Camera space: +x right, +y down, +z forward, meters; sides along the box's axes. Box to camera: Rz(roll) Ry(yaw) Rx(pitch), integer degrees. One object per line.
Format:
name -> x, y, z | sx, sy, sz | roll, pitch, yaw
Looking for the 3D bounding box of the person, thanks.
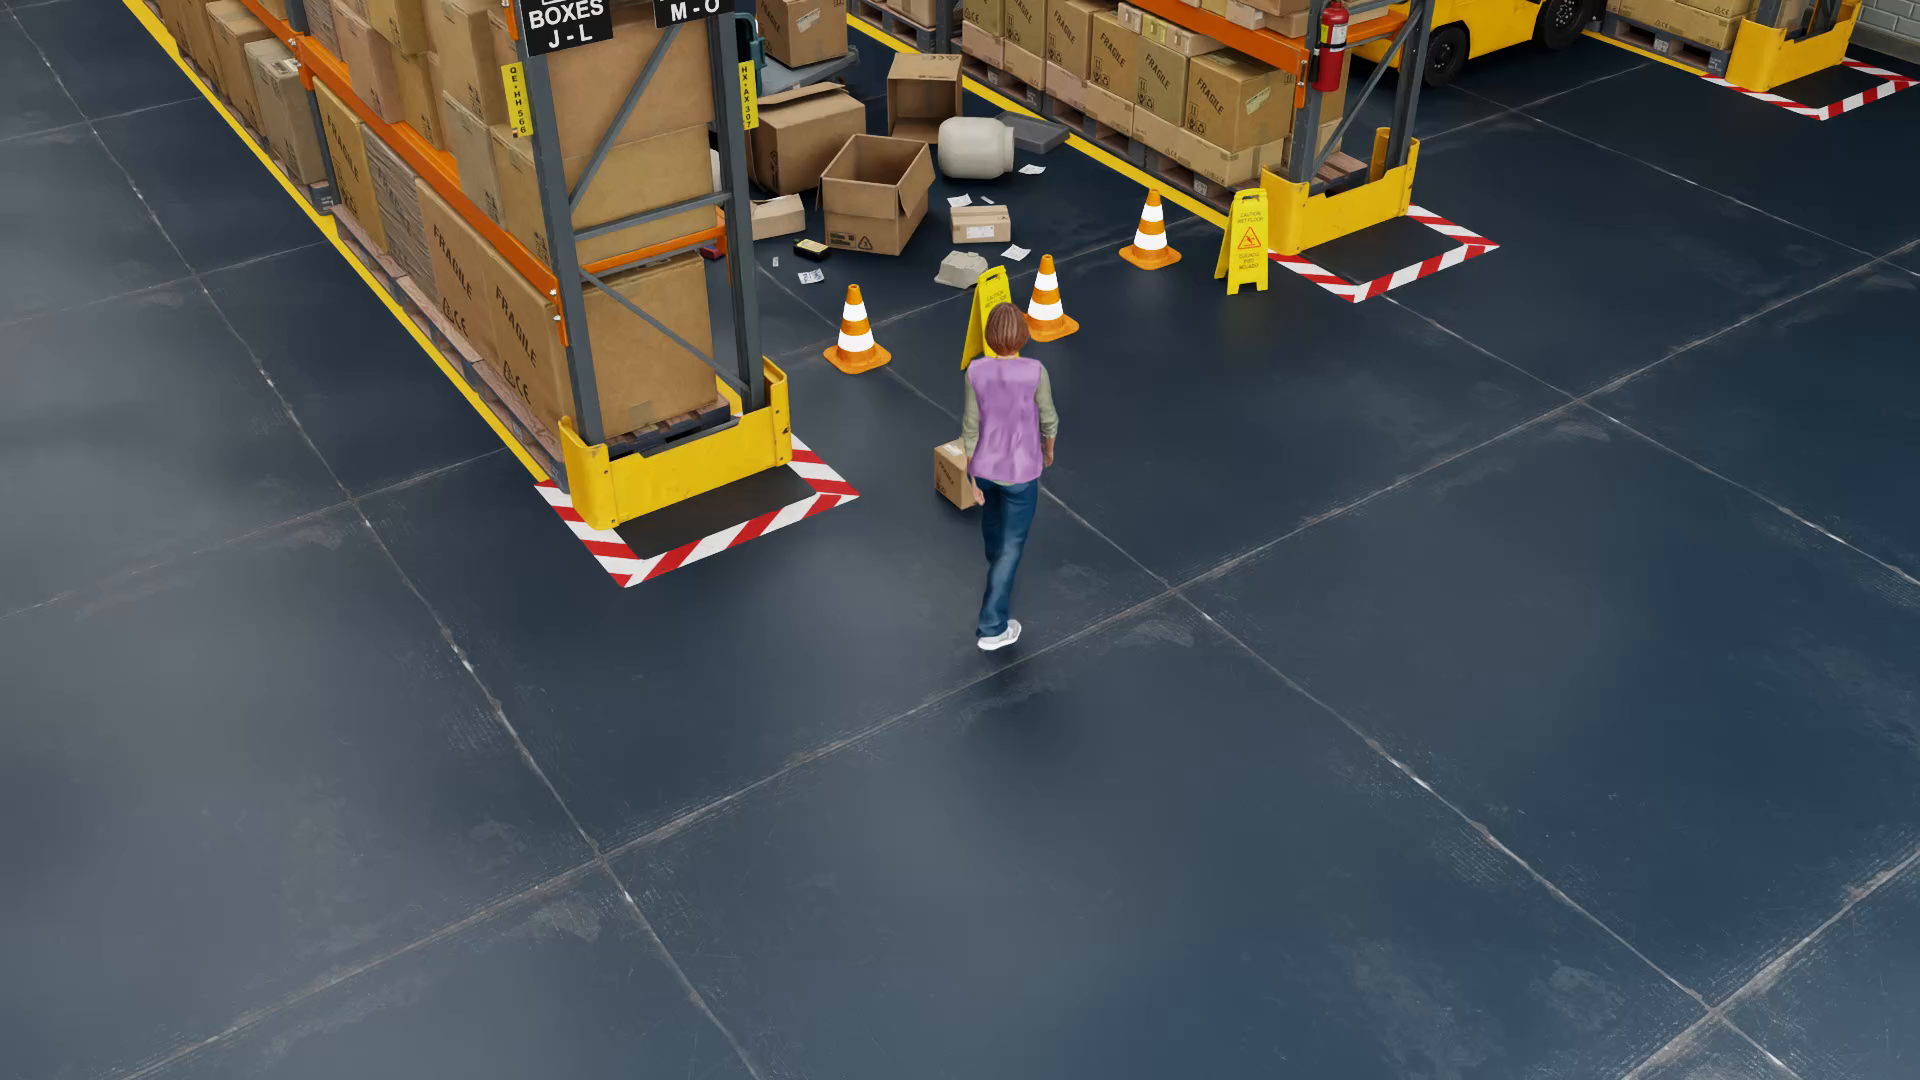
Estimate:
person -> 0.215, -0.325, 7.448 | 0.396, 1.539, 0.916 | 11, 38, 15
